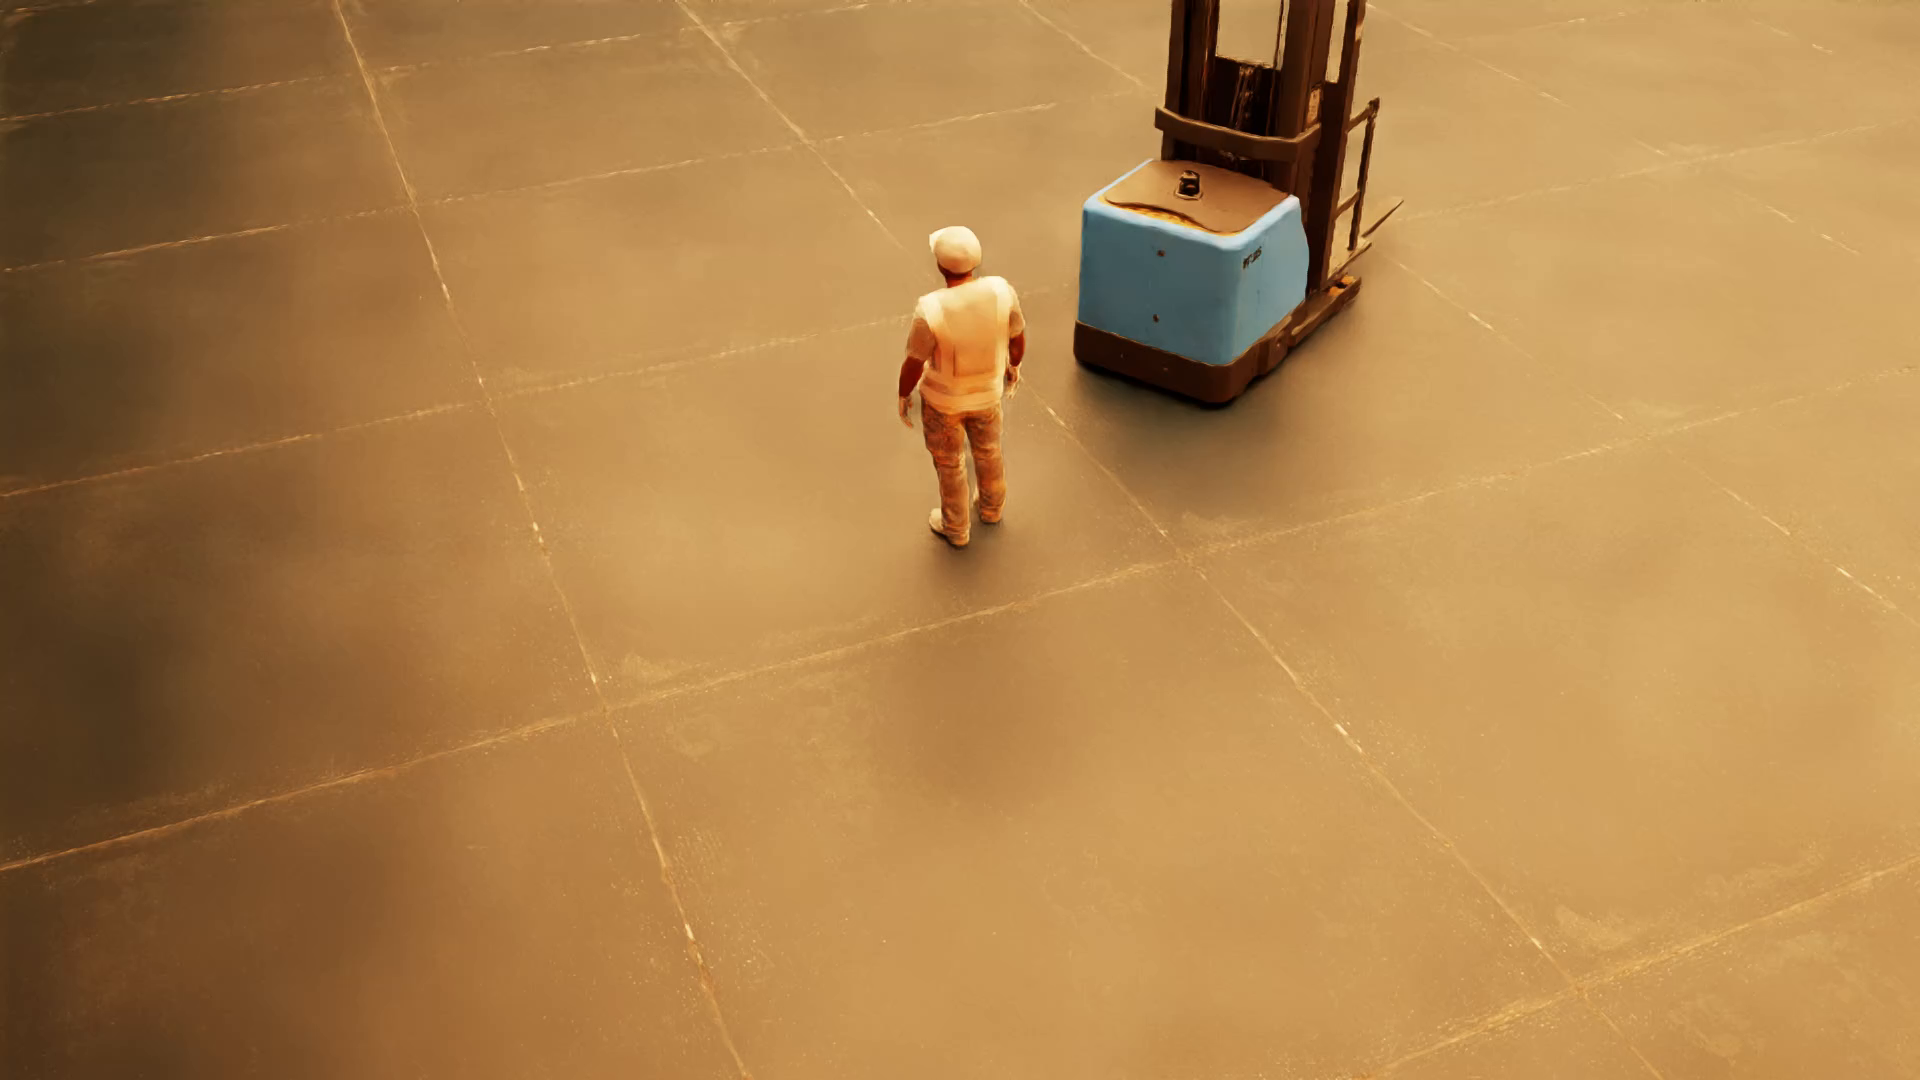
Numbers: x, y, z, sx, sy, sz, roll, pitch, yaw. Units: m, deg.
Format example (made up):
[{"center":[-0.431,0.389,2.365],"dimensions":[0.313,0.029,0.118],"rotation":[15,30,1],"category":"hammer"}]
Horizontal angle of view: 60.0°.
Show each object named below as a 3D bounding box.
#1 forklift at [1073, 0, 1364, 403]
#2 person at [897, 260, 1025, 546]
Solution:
[{"center":[1.948,-2.798,10.033],"dimensions":[1.130,2.935,3.031],"rotation":[22,41,28],"category":"forklift"},{"center":[-0.021,-0.757,8.174],"dimensions":[0.655,1.744,0.576],"rotation":[-14,38,-19],"category":"person"}]
